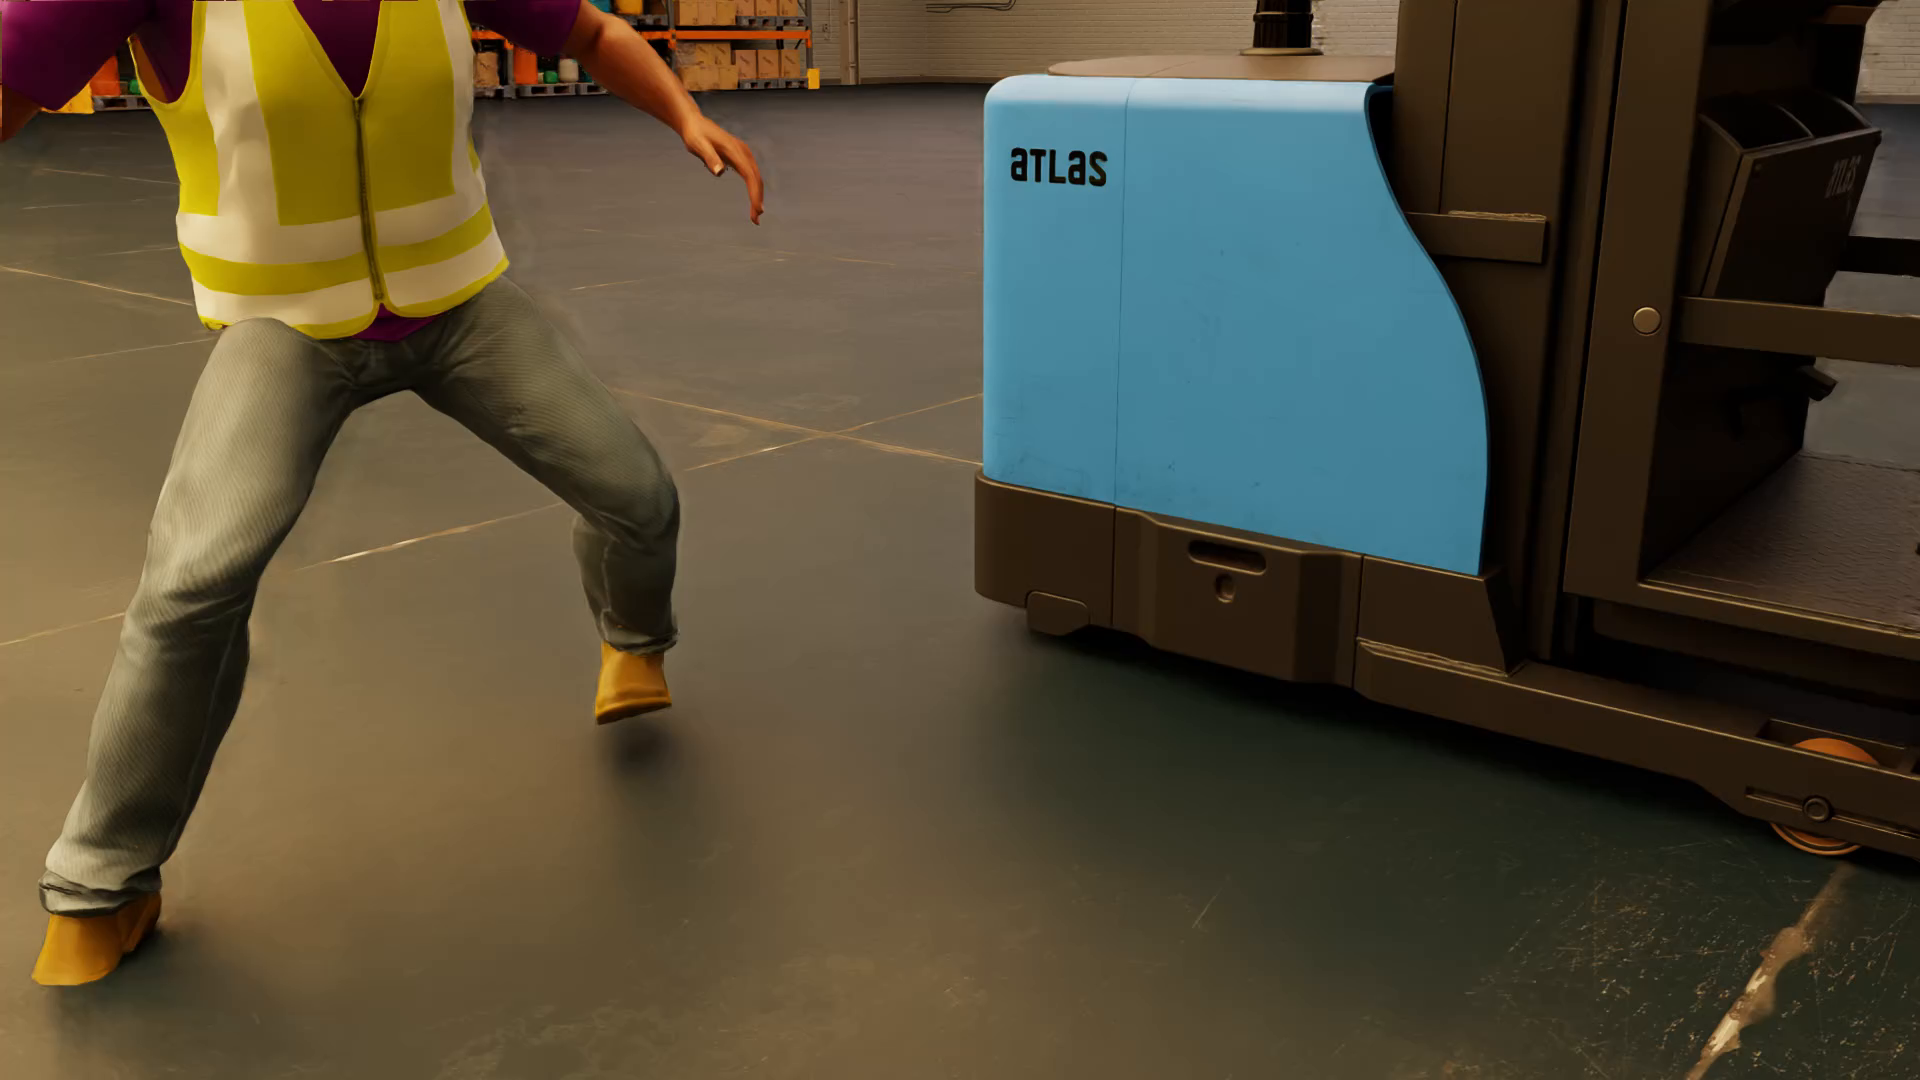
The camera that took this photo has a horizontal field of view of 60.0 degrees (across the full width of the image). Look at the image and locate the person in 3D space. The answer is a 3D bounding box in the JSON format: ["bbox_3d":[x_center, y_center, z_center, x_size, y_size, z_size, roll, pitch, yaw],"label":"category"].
[{"bbox_3d":[-0.876,-0.281,2.274,1.194,1.705,0.547,-11,20,-31],"label":"person"}]

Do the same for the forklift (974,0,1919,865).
[{"bbox_3d":[1.505,-1.082,2.462,3.031,2.935,1.130,13,21,36],"label":"forklift"}]
